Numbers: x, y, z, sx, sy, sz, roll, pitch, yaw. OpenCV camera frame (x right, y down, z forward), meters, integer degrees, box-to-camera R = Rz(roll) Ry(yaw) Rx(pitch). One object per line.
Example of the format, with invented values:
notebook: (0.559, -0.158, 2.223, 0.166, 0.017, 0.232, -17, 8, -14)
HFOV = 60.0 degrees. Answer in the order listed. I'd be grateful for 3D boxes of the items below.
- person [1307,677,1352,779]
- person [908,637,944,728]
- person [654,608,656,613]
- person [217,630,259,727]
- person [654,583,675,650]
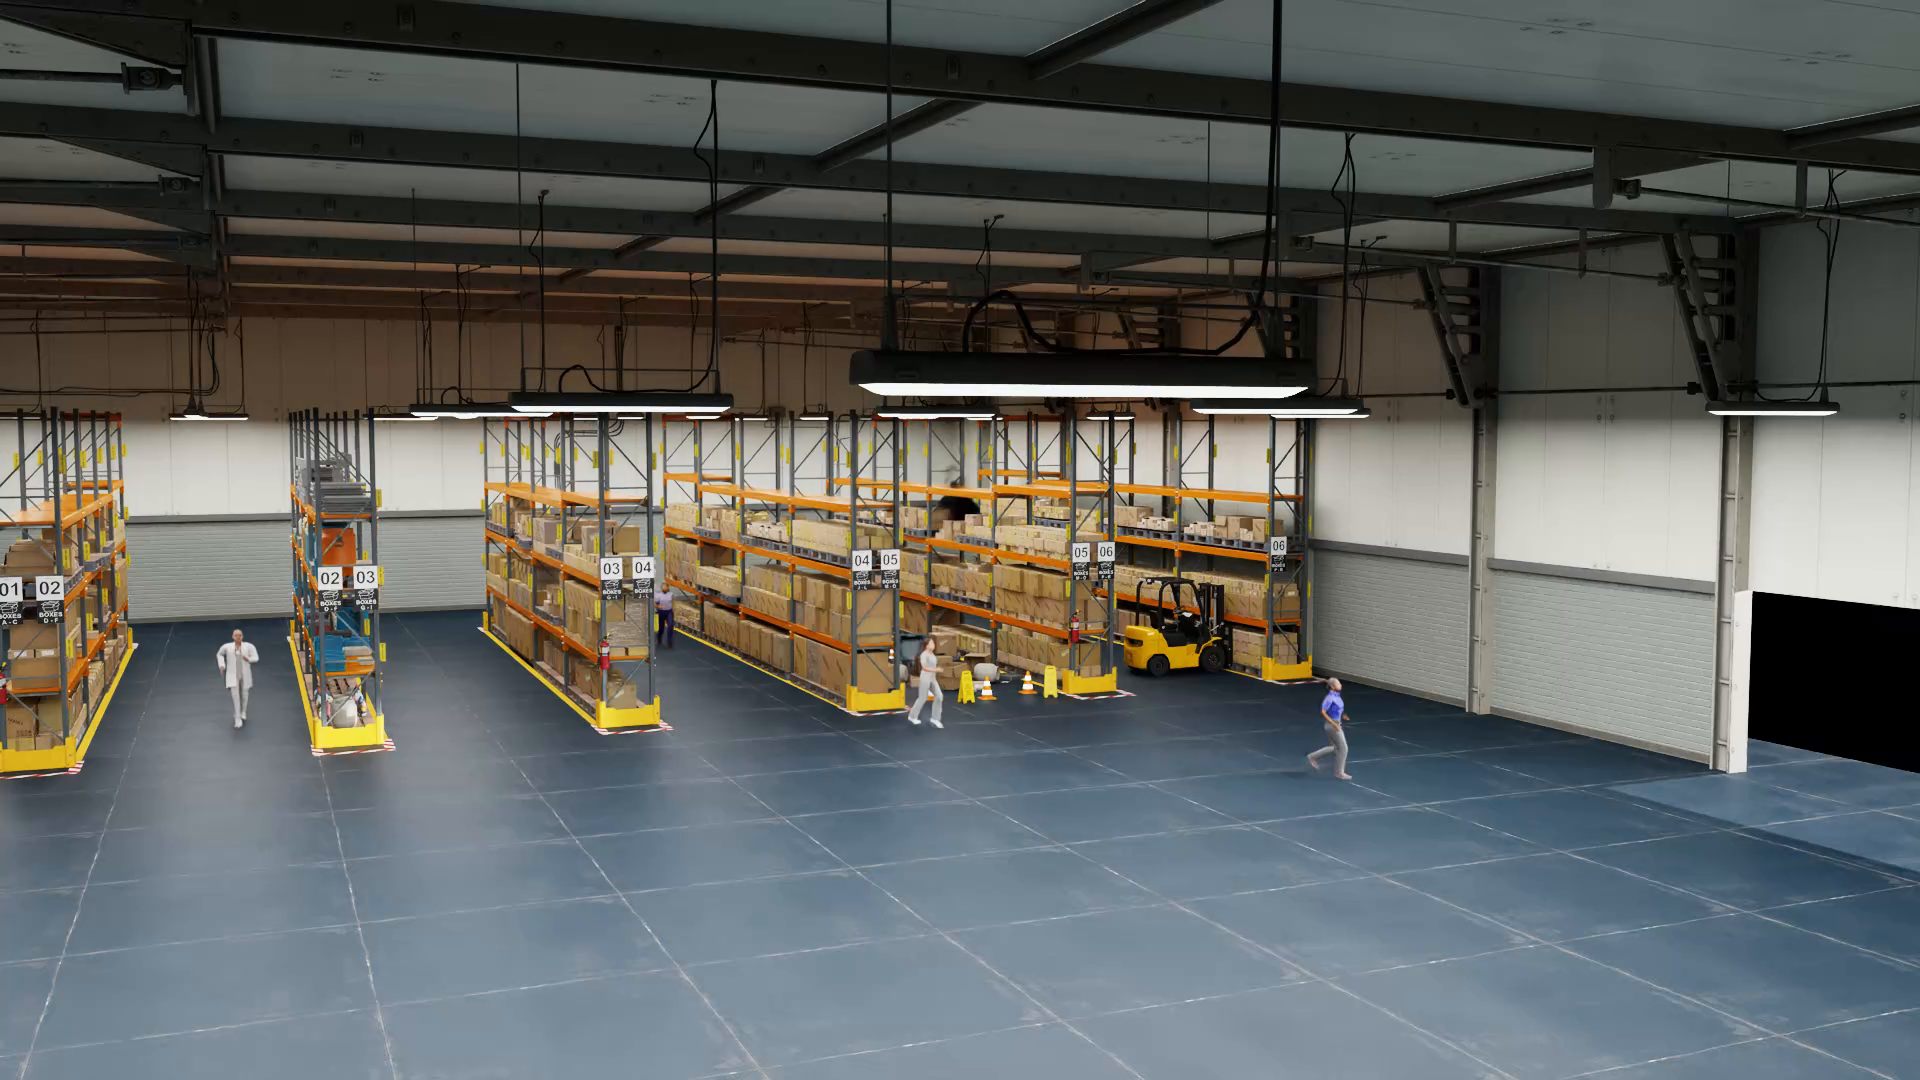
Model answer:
person: (5.980, 3.036, 26.888, 0.726, 1.649, 0.576, 1, 4, 17)
person: (-0.620, 2.694, 31.390, 0.761, 1.732, 0.577, 2, 5, 27)
person: (-9.169, 1.469, 48.736, 0.847, 1.742, 0.728, -4, 6, -44)
person: (-13.697, 2.593, 31.588, 0.695, 1.784, 1.042, -2, 5, -30)
person: (-7.548, 1.927, 42.514, 0.616, 1.668, 0.925, -2, 4, -22)
